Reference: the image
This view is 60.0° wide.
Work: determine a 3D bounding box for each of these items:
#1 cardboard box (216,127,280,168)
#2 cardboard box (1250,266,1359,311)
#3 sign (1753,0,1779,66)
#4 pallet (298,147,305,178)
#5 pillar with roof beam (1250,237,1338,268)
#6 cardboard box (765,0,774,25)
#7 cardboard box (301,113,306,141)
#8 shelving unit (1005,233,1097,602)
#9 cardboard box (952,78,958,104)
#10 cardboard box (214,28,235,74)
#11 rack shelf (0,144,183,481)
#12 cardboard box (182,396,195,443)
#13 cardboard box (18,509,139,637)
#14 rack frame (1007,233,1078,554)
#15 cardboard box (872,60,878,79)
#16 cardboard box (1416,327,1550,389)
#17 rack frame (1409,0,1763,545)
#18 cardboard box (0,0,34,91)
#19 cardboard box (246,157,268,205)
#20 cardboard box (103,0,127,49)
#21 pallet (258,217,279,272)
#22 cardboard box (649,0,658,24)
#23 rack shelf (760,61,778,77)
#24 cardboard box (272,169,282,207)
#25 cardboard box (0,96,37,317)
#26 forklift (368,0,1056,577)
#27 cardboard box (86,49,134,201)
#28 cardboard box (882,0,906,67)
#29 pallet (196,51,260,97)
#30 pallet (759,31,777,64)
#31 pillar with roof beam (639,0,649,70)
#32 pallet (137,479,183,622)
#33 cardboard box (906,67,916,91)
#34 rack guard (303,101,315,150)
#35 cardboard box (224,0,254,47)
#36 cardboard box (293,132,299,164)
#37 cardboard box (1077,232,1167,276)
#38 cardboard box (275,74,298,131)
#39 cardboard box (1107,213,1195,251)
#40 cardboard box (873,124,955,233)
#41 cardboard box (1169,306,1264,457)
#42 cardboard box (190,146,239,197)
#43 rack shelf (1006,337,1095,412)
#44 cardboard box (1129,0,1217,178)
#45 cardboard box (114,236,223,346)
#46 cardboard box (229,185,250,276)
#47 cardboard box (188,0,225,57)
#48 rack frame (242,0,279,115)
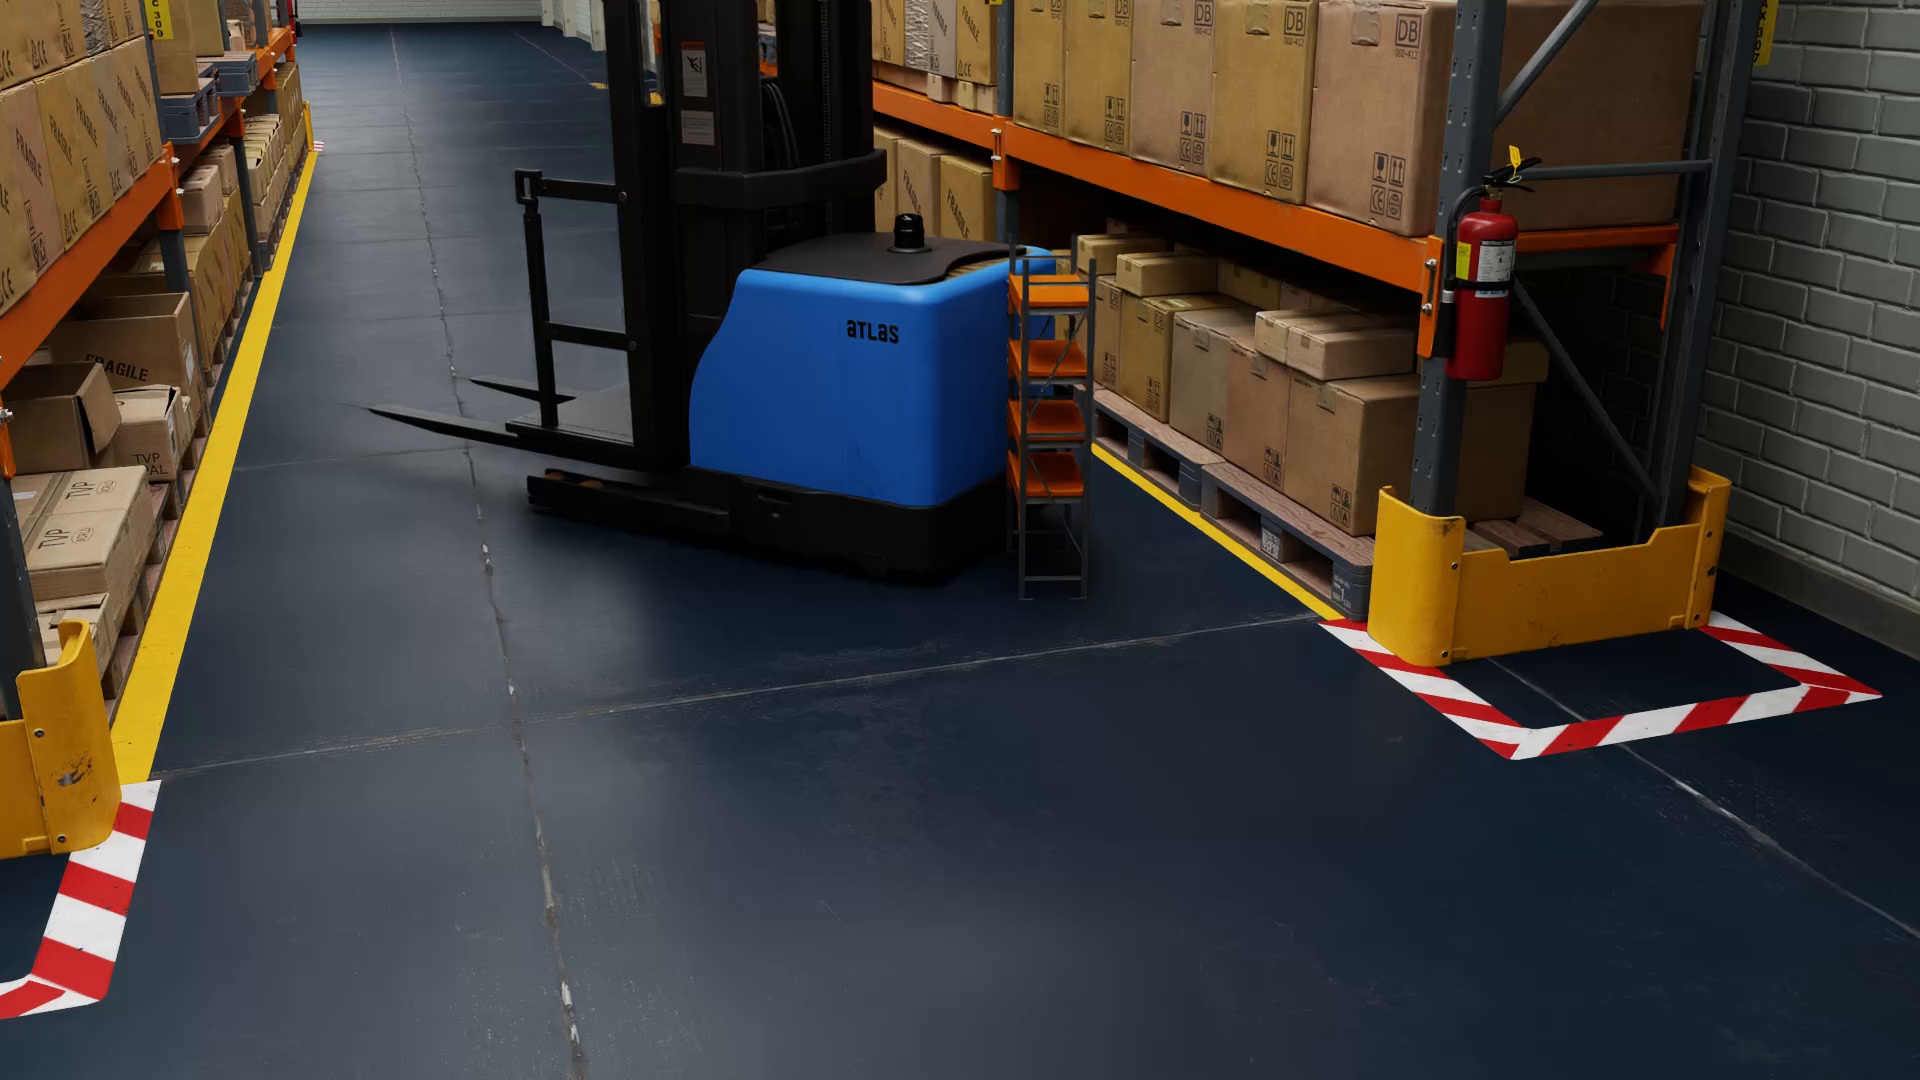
[{"bbox_3d":[-5.808,-3.190,13.478,0.500,0.311,0.500,-6,21,-17],"label":"cardboard box"},{"bbox_3d":[1.455,-1.054,7.030,0.380,0.149,0.250,-6,21,-17],"label":"cardboard box"},{"bbox_3d":[2.470,-1.627,5.112,0.100,0.325,0.005,-6,21,-17],"label":"sign"},{"bbox_3d":[-7.129,-3.788,16.651,1.003,0.211,1.213,-6,21,-17],"label":"pallet"},{"bbox_3d":[-2.362,-4.642,6.029,9.100,9.000,0.400,-6,21,-17],"label":"pillar with roof beam"},{"bbox_3d":[-1.297,-4.675,14.197,0.700,0.500,0.500,-4,20,-10],"label":"cardboard box"},{"bbox_3d":[-7.172,-4.336,17.498,0.500,0.250,0.500,-6,21,-17],"label":"cardboard box"},{"bbox_3d":[0.311,-0.435,5.853,0.258,1.200,0.503,-1,20,-3],"label":"shelving unit"},{"bbox_3d":[0.169,-2.545,9.407,0.380,0.149,0.250,-6,21,-16],"label":"cardboard box"},{"bbox_3d":[-5.372,-3.431,11.663,0.500,0.311,0.500,-7,21,-18],"label":"cardboard box"},{"bbox_3d":[-3.389,-0.901,5.553,1.077,0.370,4.000,-6,21,-17],"label":"rack shelf"},{"bbox_3d":[-3.394,-0.480,6.883,0.380,0.149,0.250,-6,21,-17],"label":"cardboard box"},{"bbox_3d":[-2.819,0.124,5.051,0.500,0.250,0.500,-6,21,-17],"label":"cardboard box"},{"bbox_3d":[0.296,-0.517,6.082,0.240,1.200,0.015,-1,20,-3],"label":"rack frame"},{"bbox_3d":[-0.419,-3.210,11.258,0.380,0.149,0.250,-7,21,-18],"label":"cardboard box"},{"bbox_3d":[1.855,-0.647,5.898,0.380,0.149,0.250,-6,21,-17],"label":"cardboard box"},{"bbox_3d":[1.941,-1.126,5.113,1.000,3.000,0.127,-6,21,-17],"label":"rack frame"},{"bbox_3d":[-2.821,-1.453,4.397,0.500,0.500,0.500,-6,21,-17],"label":"cardboard box"},{"bbox_3d":[-5.161,-2.532,11.645,0.500,0.311,0.500,-6,21,-15],"label":"cardboard box"},{"bbox_3d":[-3.449,-2.100,6.200,0.500,0.500,0.500,-7,21,-18],"label":"cardboard box"},{"bbox_3d":[-5.496,-2.121,12.010,1.003,0.211,1.213,-6,21,-17],"label":"pallet"},{"bbox_3d":[-3.236,-6.009,18.900,0.500,0.250,0.500,-7,21,-19],"label":"cardboard box"},{"bbox_3d":[-1.202,-3.996,14.169,1.077,0.370,4.000,-6,21,-17],"label":"rack shelf"},{"bbox_3d":[-5.649,-2.760,13.110,0.500,0.250,0.500,-6,21,-16],"label":"cardboard box"},{"bbox_3d":[-2.649,-0.815,4.102,0.500,0.500,0.500,-6,21,-16],"label":"cardboard box"},{"bbox_3d":[-1.152,-1.593,6.516,3.031,2.935,1.130,11,23,28],"label":"forklift"},{"bbox_3d":[-3.290,-1.466,5.912,0.500,0.500,0.500,-6,21,-16],"label":"cardboard box"},{"bbox_3d":[-0.182,-3.211,10.303,0.500,0.500,0.500,-6,21,-16],"label":"cardboard box"},{"bbox_3d":[-4.995,-2.865,10.239,1.213,0.211,1.003,-6,21,-17],"label":"pallet"},{"bbox_3d":[-0.898,-3.820,12.898,1.213,0.211,1.003,-6,21,-17],"label":"pallet"},{"bbox_3d":[-9.905,-12.344,27.472,9.100,9.000,0.400,-6,21,-17],"label":"pillar with roof beam"},{"bbox_3d":[-3.415,0.044,5.983,1.003,0.211,1.213,-6,21,-17],"label":"pallet"},{"bbox_3d":[-0.121,-2.878,10.333,0.380,0.149,0.250,-6,21,-15],"label":"cardboard box"},{"bbox_3d":[-7.797,-4.564,18.383,1.175,0.500,0.348,-6,21,-17],"label":"rack guard"},{"bbox_3d":[-6.677,-4.638,14.743,0.700,0.500,0.500,-7,21,-19],"label":"cardboard box"},{"bbox_3d":[-6.542,-3.694,15.711,0.500,0.250,0.500,-6,21,-17],"label":"cardboard box"},{"bbox_3d":[0.756,-1.355,7.870,0.380,0.149,0.250,-6,21,-15],"label":"cardboard box"},{"bbox_3d":[-6.695,-4.208,16.033,0.500,0.500,0.500,-6,21,-17],"label":"cardboard box"},{"bbox_3d":[0.965,-1.552,8.418,0.380,0.149,0.250,-7,21,-18],"label":"cardboard box"},{"bbox_3d":[-0.197,-2.347,11.072,0.750,0.750,0.750,-6,21,-17],"label":"cardboard box"},{"bbox_3d":[1.310,-0.683,6.956,0.700,0.500,0.500,-7,21,-19],"label":"cardboard box"},{"bbox_3d":[-4.736,-2.256,10.198,0.500,0.250,0.500,-6,20,-15],"label":"cardboard box"},{"bbox_3d":[0.311,-0.582,5.800,0.258,0.148,0.480,-1,20,-3],"label":"rack shelf"},{"bbox_3d":[1.301,-1.907,6.845,0.980,0.700,0.700,-7,21,-20],"label":"cardboard box"},{"bbox_3d":[-4.116,-1.263,8.543,0.500,0.500,0.500,-6,21,-16],"label":"cardboard box"},{"bbox_3d":[-4.758,-1.921,10.374,0.500,0.500,0.500,-6,20,-15],"label":"cardboard box"},{"bbox_3d":[-4.970,-3.220,10.174,0.700,0.500,0.500,-15,24,-35],"label":"cardboard box"},{"bbox_3d":[-6.532,-4.449,14.365,1.000,3.000,0.127,-6,21,-17],"label":"rack frame"}]
